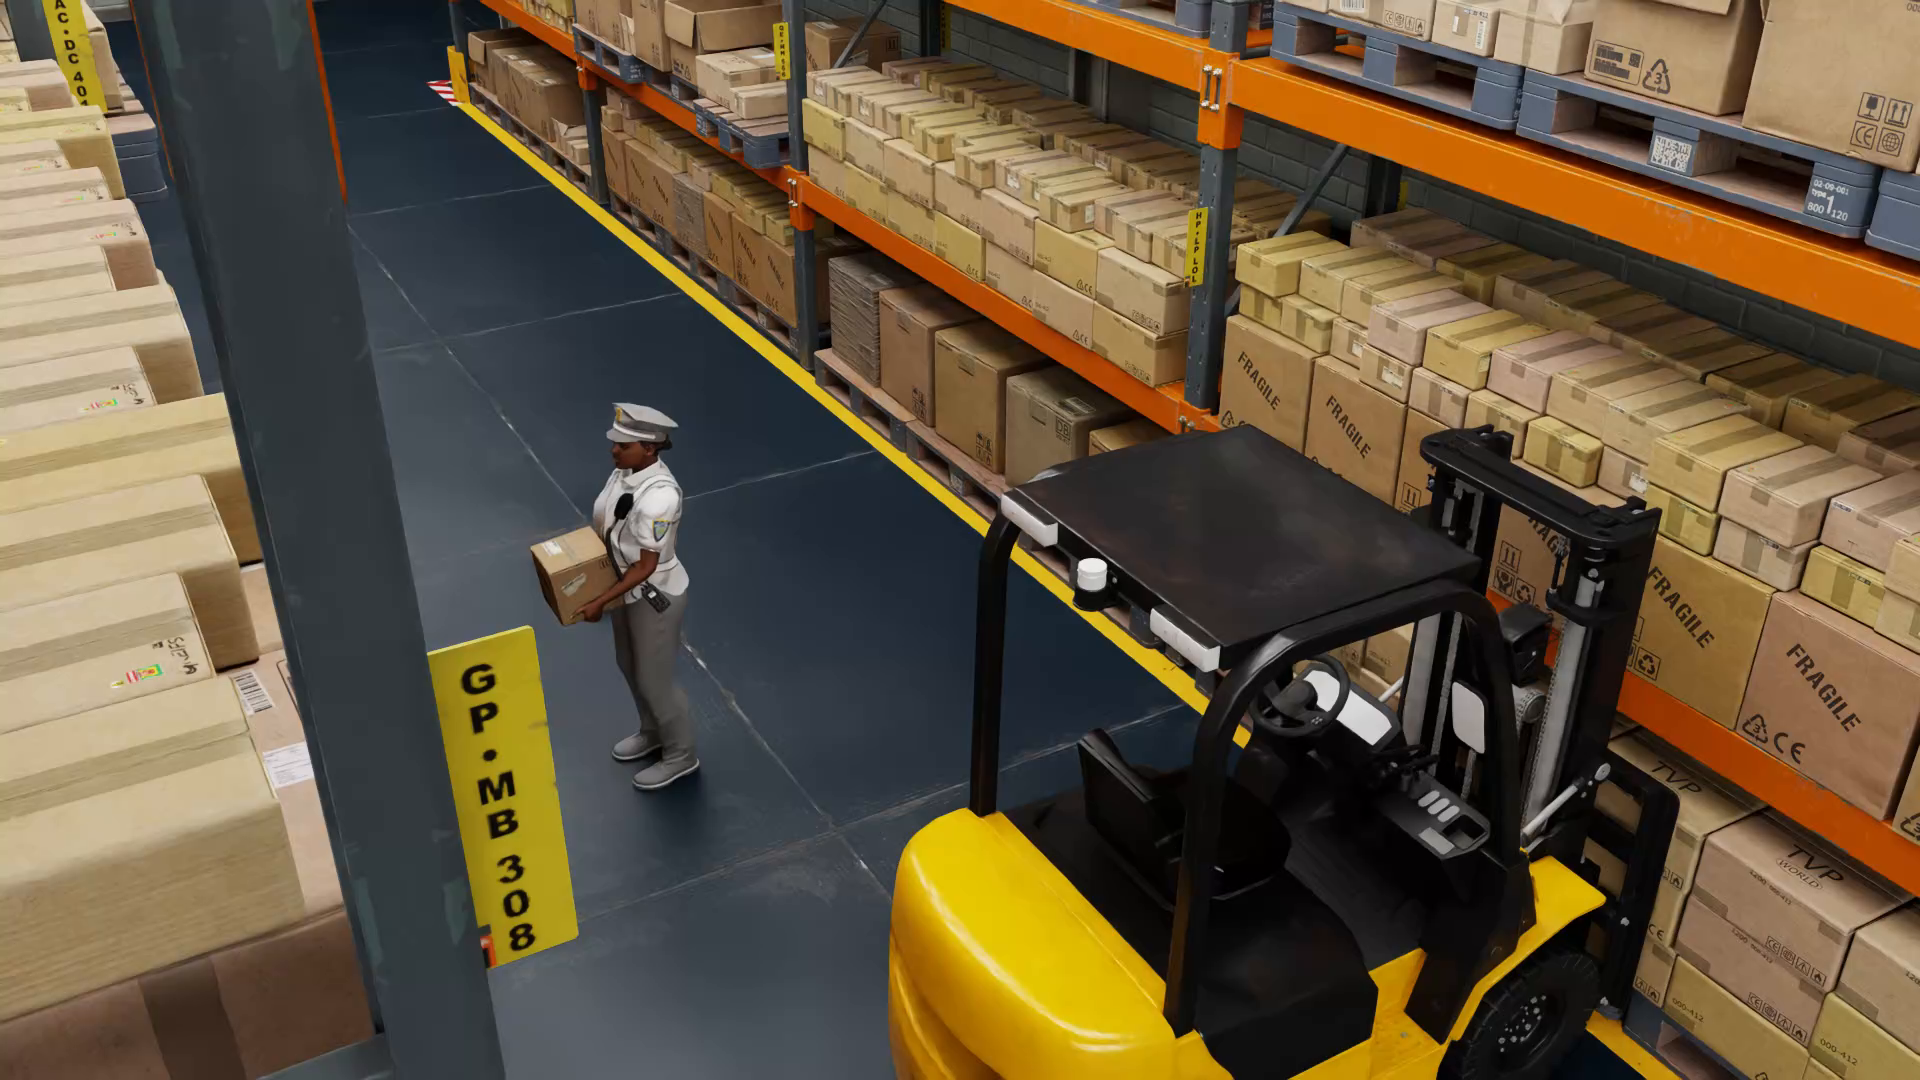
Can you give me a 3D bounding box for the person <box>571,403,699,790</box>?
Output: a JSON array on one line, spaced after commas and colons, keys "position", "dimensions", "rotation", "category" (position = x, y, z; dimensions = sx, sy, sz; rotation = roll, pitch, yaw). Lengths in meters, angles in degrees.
[{"position": [-1.345, 0.231, 6.689], "dimensions": [0.527, 1.689, 0.451], "rotation": [-15, 33, -25], "category": "person"}]
